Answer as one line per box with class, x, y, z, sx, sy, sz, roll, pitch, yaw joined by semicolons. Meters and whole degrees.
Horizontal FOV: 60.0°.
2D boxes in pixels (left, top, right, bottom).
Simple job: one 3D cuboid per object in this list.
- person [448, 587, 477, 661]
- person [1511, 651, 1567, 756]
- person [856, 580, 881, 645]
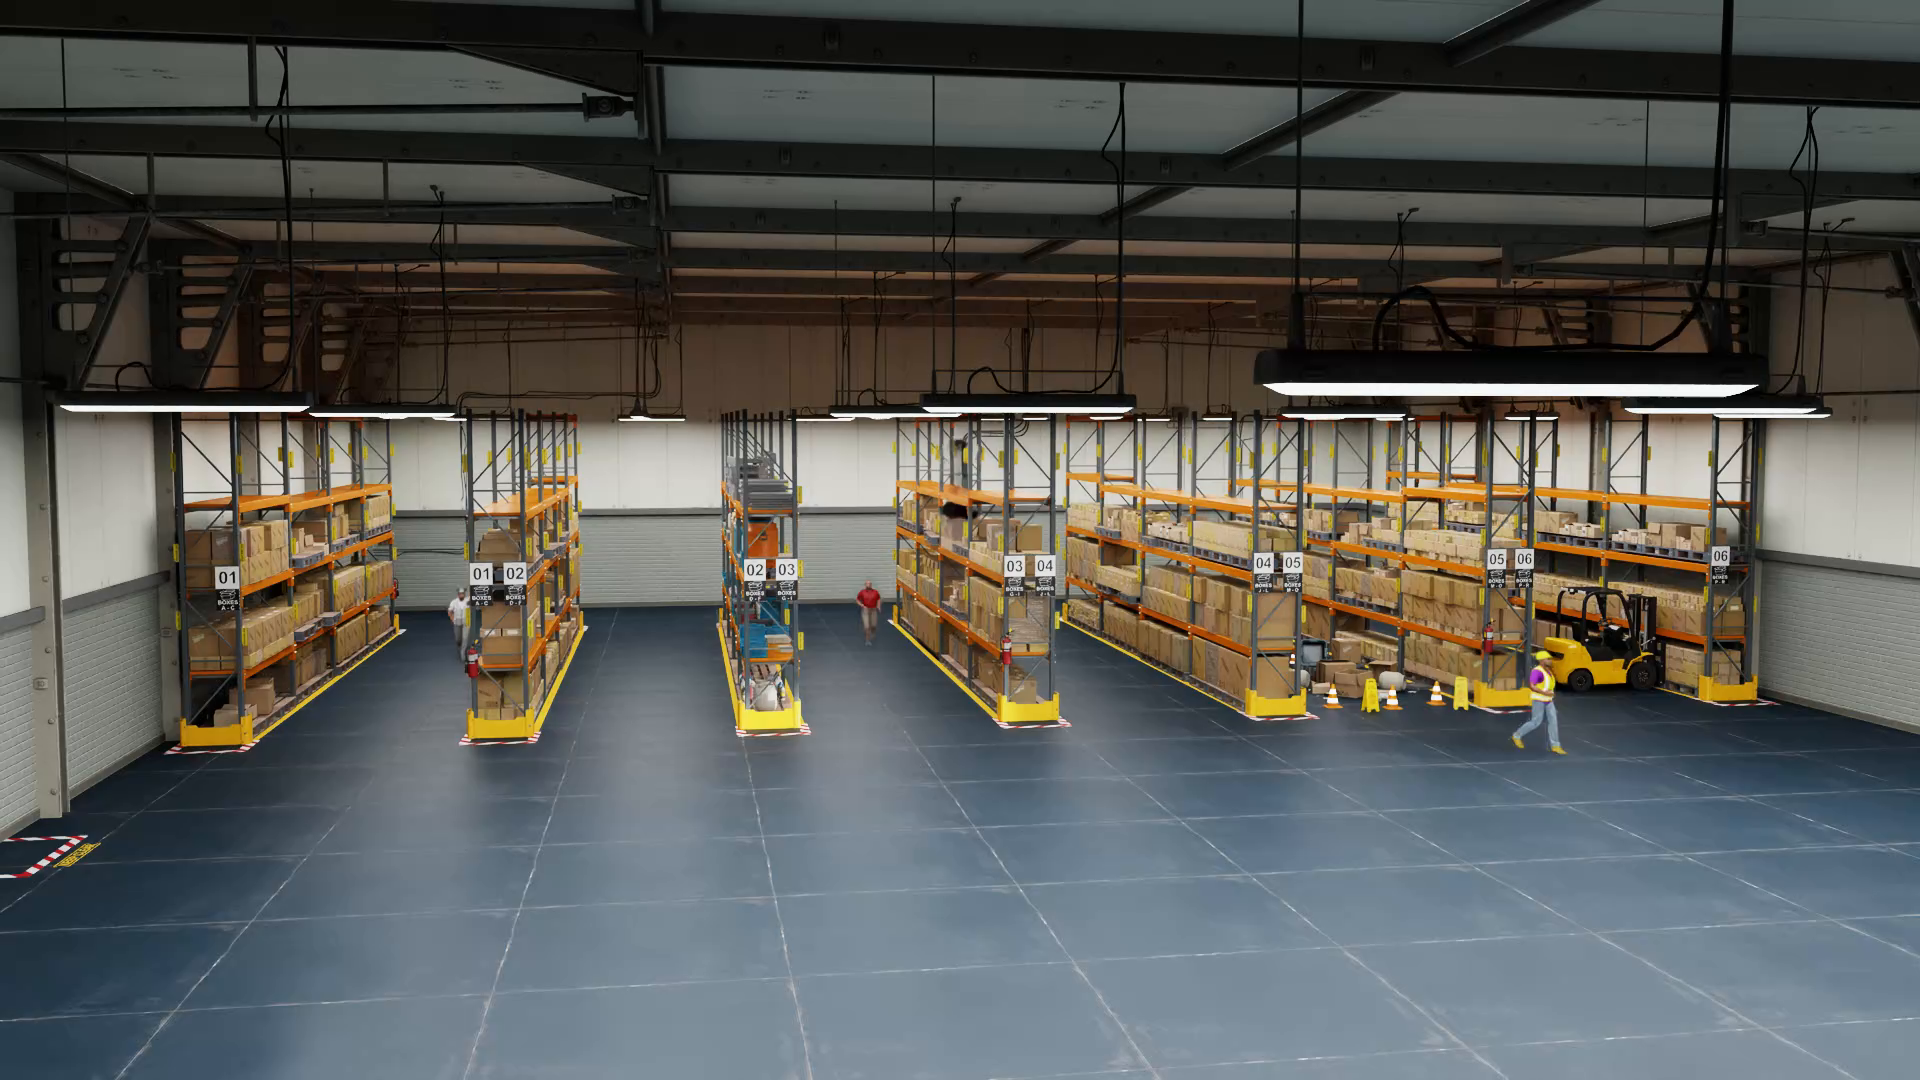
person;-12.146;2.027;40.594;0.668;1.767;0.821;-1;4;-13
person;10.140;2.813;28.928;0.742;1.767;0.989;-4;6;-44
person;-2.355;1.882;43.167;0.664;1.685;0.599;-1;4;-12
